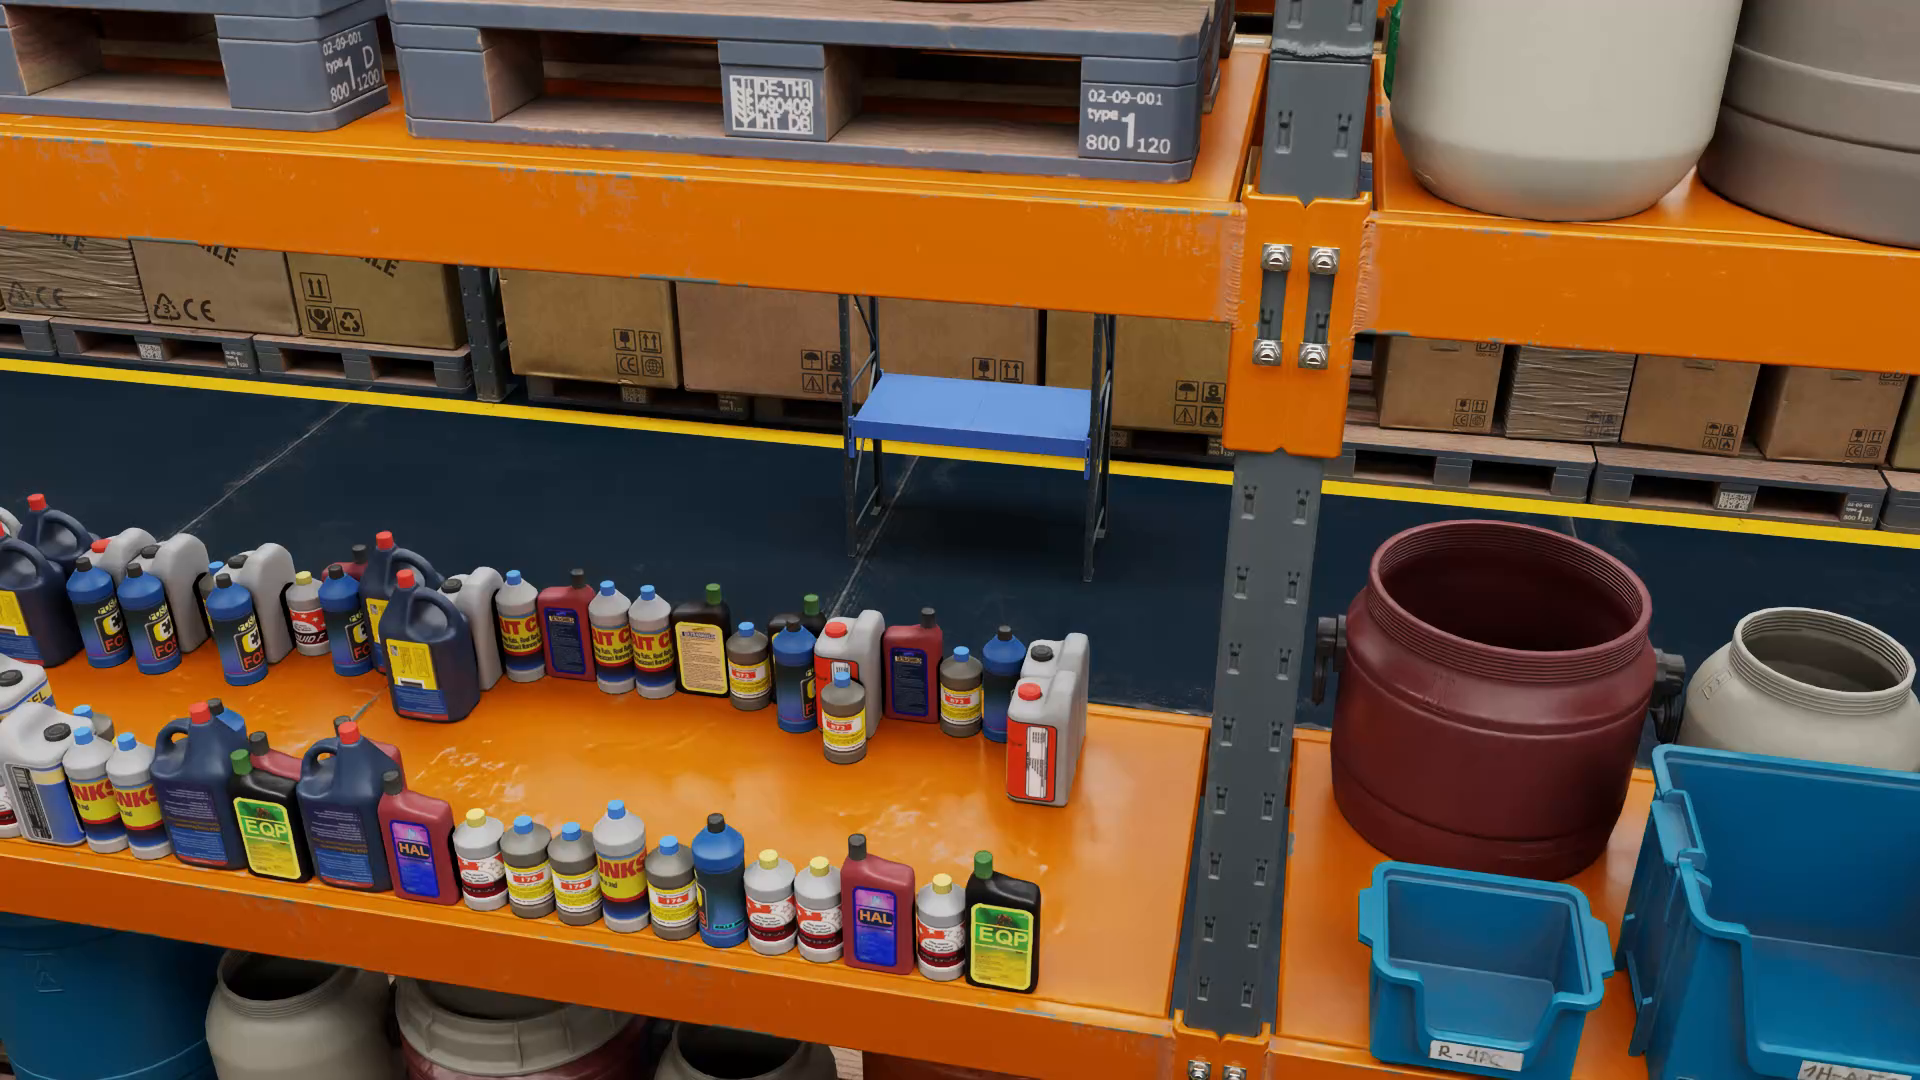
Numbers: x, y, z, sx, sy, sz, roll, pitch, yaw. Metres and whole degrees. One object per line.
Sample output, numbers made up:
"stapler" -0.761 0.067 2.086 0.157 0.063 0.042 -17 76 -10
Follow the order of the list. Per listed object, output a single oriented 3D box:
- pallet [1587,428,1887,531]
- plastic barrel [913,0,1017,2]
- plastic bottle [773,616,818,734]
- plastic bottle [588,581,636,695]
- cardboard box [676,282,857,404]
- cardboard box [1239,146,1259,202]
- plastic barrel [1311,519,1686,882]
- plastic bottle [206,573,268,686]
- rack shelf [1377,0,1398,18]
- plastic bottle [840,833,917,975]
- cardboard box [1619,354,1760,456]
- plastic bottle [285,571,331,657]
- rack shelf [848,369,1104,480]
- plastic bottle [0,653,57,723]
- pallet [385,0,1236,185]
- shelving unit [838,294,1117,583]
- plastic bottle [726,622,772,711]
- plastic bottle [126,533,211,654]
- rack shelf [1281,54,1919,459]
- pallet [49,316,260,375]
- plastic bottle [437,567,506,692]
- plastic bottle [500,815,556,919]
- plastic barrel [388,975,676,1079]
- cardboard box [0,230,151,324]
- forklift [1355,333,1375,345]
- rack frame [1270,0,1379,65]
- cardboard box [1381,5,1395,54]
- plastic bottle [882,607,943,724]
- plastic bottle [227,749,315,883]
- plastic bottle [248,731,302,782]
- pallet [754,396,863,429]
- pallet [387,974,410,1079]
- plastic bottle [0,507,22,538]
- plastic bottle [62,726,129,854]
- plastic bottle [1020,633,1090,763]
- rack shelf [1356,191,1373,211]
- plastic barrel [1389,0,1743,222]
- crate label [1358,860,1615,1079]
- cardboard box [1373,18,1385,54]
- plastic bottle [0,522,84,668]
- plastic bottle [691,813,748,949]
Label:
"pallet" 3.549 -0.425 7.807 1.213 0.211 1.003 6 29 11
"plastic barrel" 0.007 -1.272 2.441 0.708 0.830 0.600 6 29 11
"plastic bottle" -0.367 0.294 3.723 0.097 0.271 0.097 0 29 0
"plastic bottle" -0.806 0.219 3.860 0.097 0.271 0.097 0 29 0
"cardboard box" -0.812 -1.360 8.386 0.875 0.875 1.225 5 29 9
"cardboard box" 1.062 -1.828 7.361 0.500 0.500 0.500 7 29 12
"plastic barrel" 1.079 0.320 3.401 0.708 0.536 0.600 6 29 11
"plastic bottle" -1.696 0.203 3.890 0.097 0.271 0.097 0 29 0
"rack shelf" 4.686 -3.654 11.550 4.000 0.370 1.077 6 29 11
"plastic bottle" -0.149 0.663 3.037 0.133 0.283 0.061 6 29 11
"cardboard box" 3.356 -0.786 7.708 0.500 0.500 0.700 8 30 15
"plastic bottle" -1.569 0.172 4.020 0.097 0.201 0.097 0 29 0
"rack shelf" 0.083 -0.492 6.961 1.000 0.185 0.538 6 29 11
"plastic bottle" -2.040 0.375 3.570 0.135 0.276 0.152 6 29 11
"pallet" -0.166 -0.880 2.808 1.213 0.211 1.003 6 29 11
"shelving unit" 0.083 -0.649 6.874 1.048 1.500 0.538 6 29 11
"plastic bottle" -0.485 0.283 3.817 0.097 0.201 0.097 0 29 0
"plastic bottle" -1.915 0.117 4.042 0.135 0.276 0.152 6 29 11
"rack shelf" 2.518 -0.324 2.345 4.000 0.370 1.077 6 29 11
"pallet" -4.240 -1.263 9.338 1.213 0.211 1.003 6 29 11
"plastic bottle" -1.150 0.195 3.899 0.135 0.276 0.152 6 29 11
"plastic bottle" -0.829 0.620 3.200 0.097 0.201 0.097 0 29 0
"plastic barrel" -1.025 1.194 4.019 0.708 0.588 0.600 6 29 11
"cardboard box" -4.695 -1.788 9.167 0.875 0.875 0.875 6 29 11
"forklift" 2.529 -2.587 8.923 3.031 2.935 1.130 11 31 19
"rack frame" 0.562 -2.156 1.818 0.127 3.000 1.000 6 29 11
"cardboard box" 2.132 -2.044 7.318 0.500 0.500 0.500 2 29 4
"plastic bottle" -0.106 0.277 3.742 0.133 0.283 0.061 6 29 11
"plastic bottle" -1.352 0.540 3.262 0.133 0.283 0.061 6 29 11
"plastic bottle" -1.339 0.511 3.315 0.133 0.283 0.061 6 29 11
"pallet" -0.349 -0.866 8.611 1.213 0.211 1.003 6 29 11
"pallet" -1.408 1.515 4.262 1.213 0.211 1.003 6 29 11
"plastic bottle" -2.383 0.034 4.115 0.185 0.351 0.144 6 29 11
"plastic bottle" -1.737 0.496 3.354 0.097 0.271 0.097 0 29 0
"plastic bottle" 0.206 0.334 3.645 0.135 0.276 0.152 6 29 11
"rack shelf" 3.552 -1.335 7.314 4.000 0.370 1.077 6 29 11
"plastic barrel" 0.801 -0.715 2.192 0.421 0.512 0.421 0 29 0
"crate label" 0.895 0.767 2.900 0.416 0.233 0.303 6 29 11
"cardboard box" 3.307 -3.264 11.994 0.750 0.750 1.050 5 29 10
"plastic bottle" -2.232 0.120 3.958 0.185 0.351 0.144 6 29 11
"plastic bottle" -0.448 0.629 3.112 0.097 0.271 0.097 0 29 0
